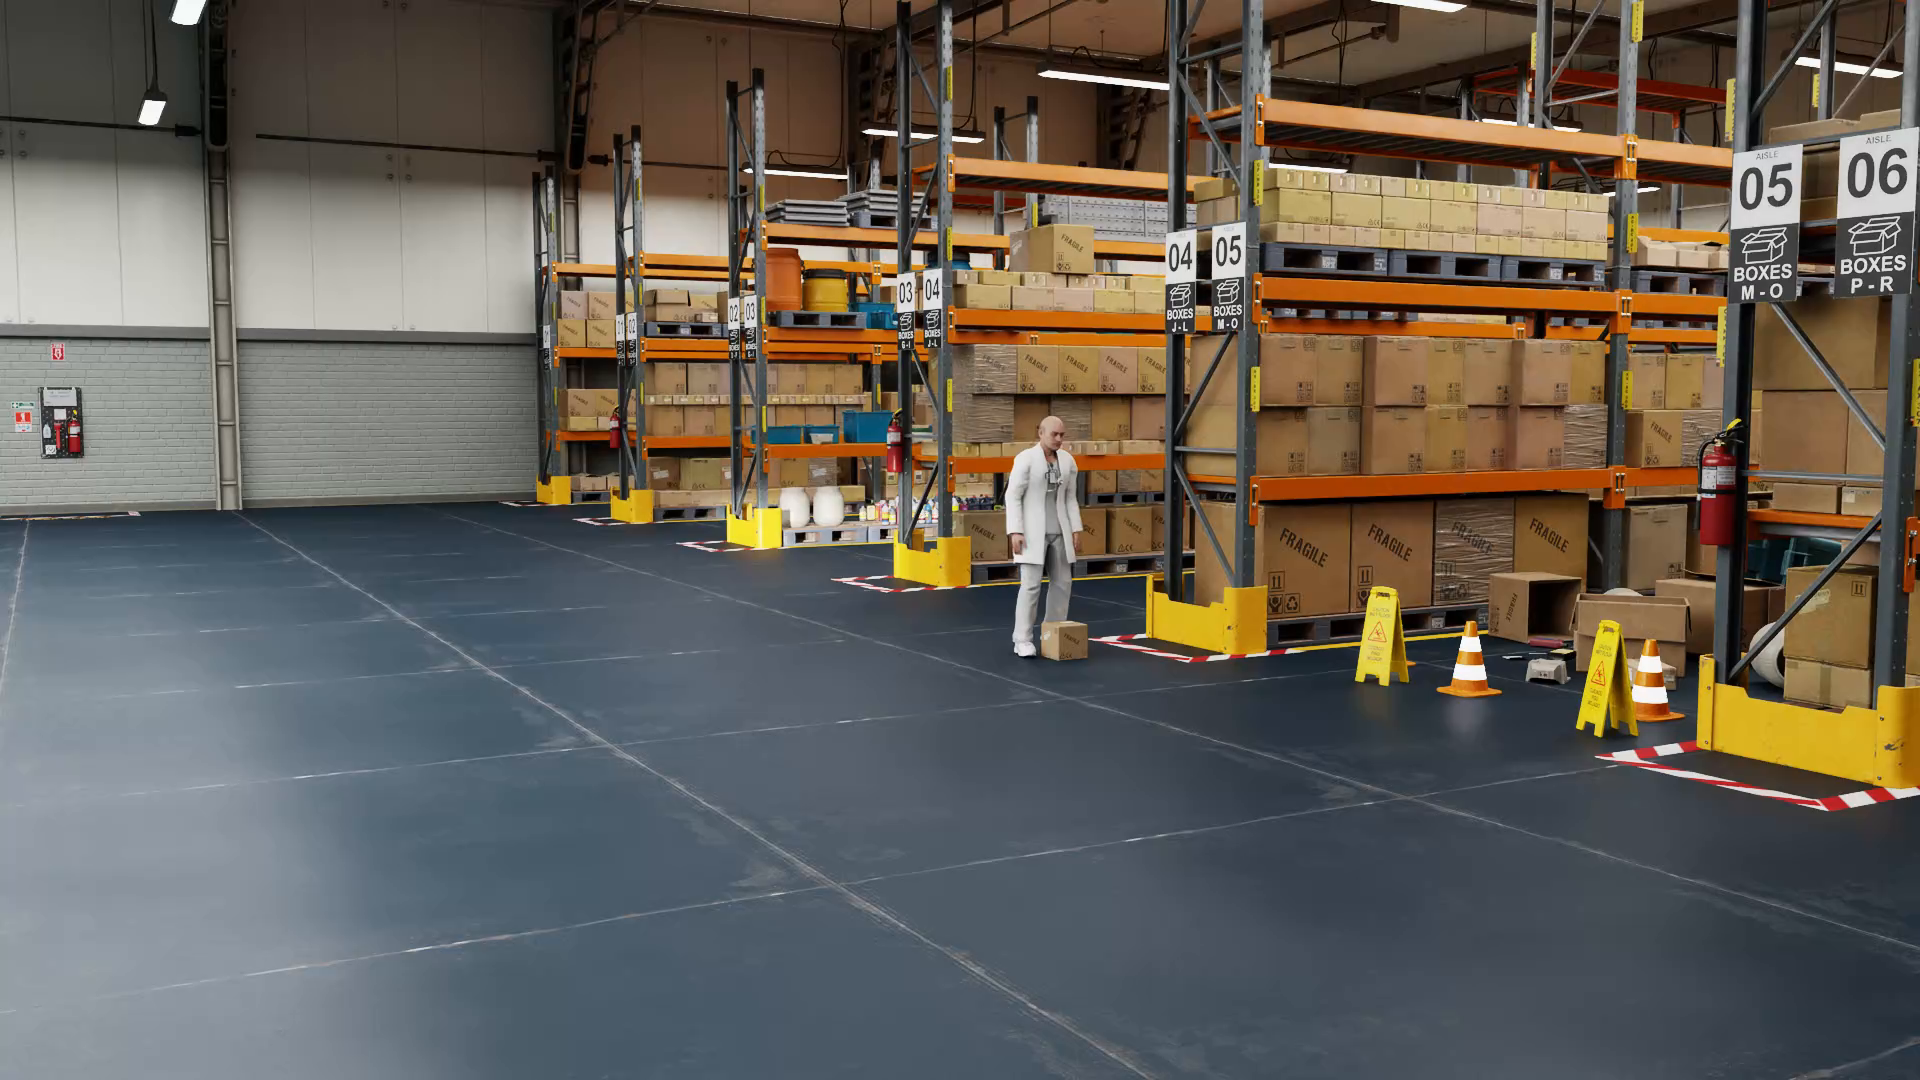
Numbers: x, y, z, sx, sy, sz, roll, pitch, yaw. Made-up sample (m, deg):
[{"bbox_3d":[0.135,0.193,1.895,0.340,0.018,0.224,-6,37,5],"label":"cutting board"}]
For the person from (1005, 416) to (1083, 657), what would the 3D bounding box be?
[{"bbox_3d":[0.636,-0.037,12.411,0.641,1.773,0.427,-3,6,-29],"label":"person"}]
